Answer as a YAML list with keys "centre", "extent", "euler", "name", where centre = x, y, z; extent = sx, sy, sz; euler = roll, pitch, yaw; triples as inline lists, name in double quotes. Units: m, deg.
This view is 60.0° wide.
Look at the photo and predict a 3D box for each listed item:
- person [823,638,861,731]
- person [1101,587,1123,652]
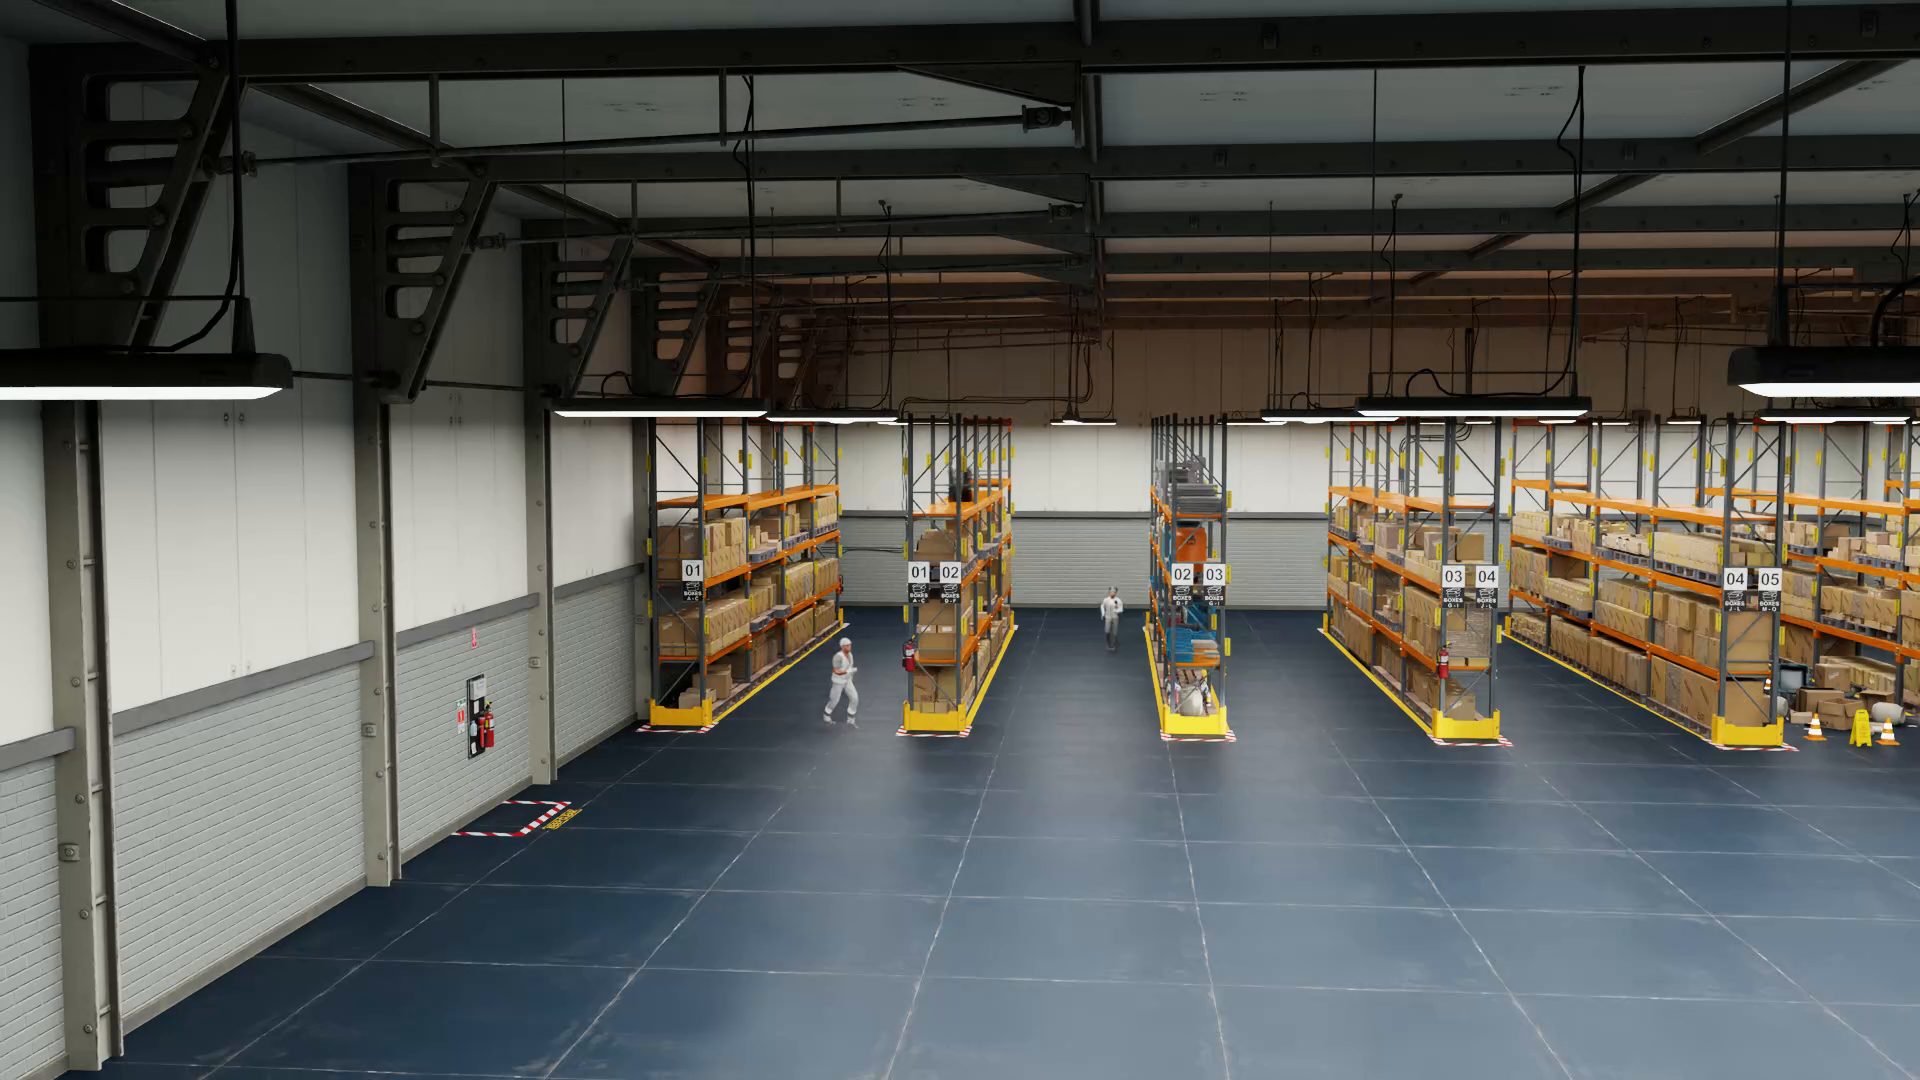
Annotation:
- centre: [-2.242, 2.718, 31.482]
  extent: [0.952, 1.769, 0.672]
  euler: [4, 5, 43]
  name: "person"
- centre: [3.867, 2.024, 42.405]
  extent: [0.576, 1.684, 0.660]
  euler: [1, 4, 7]
  name: "person"
